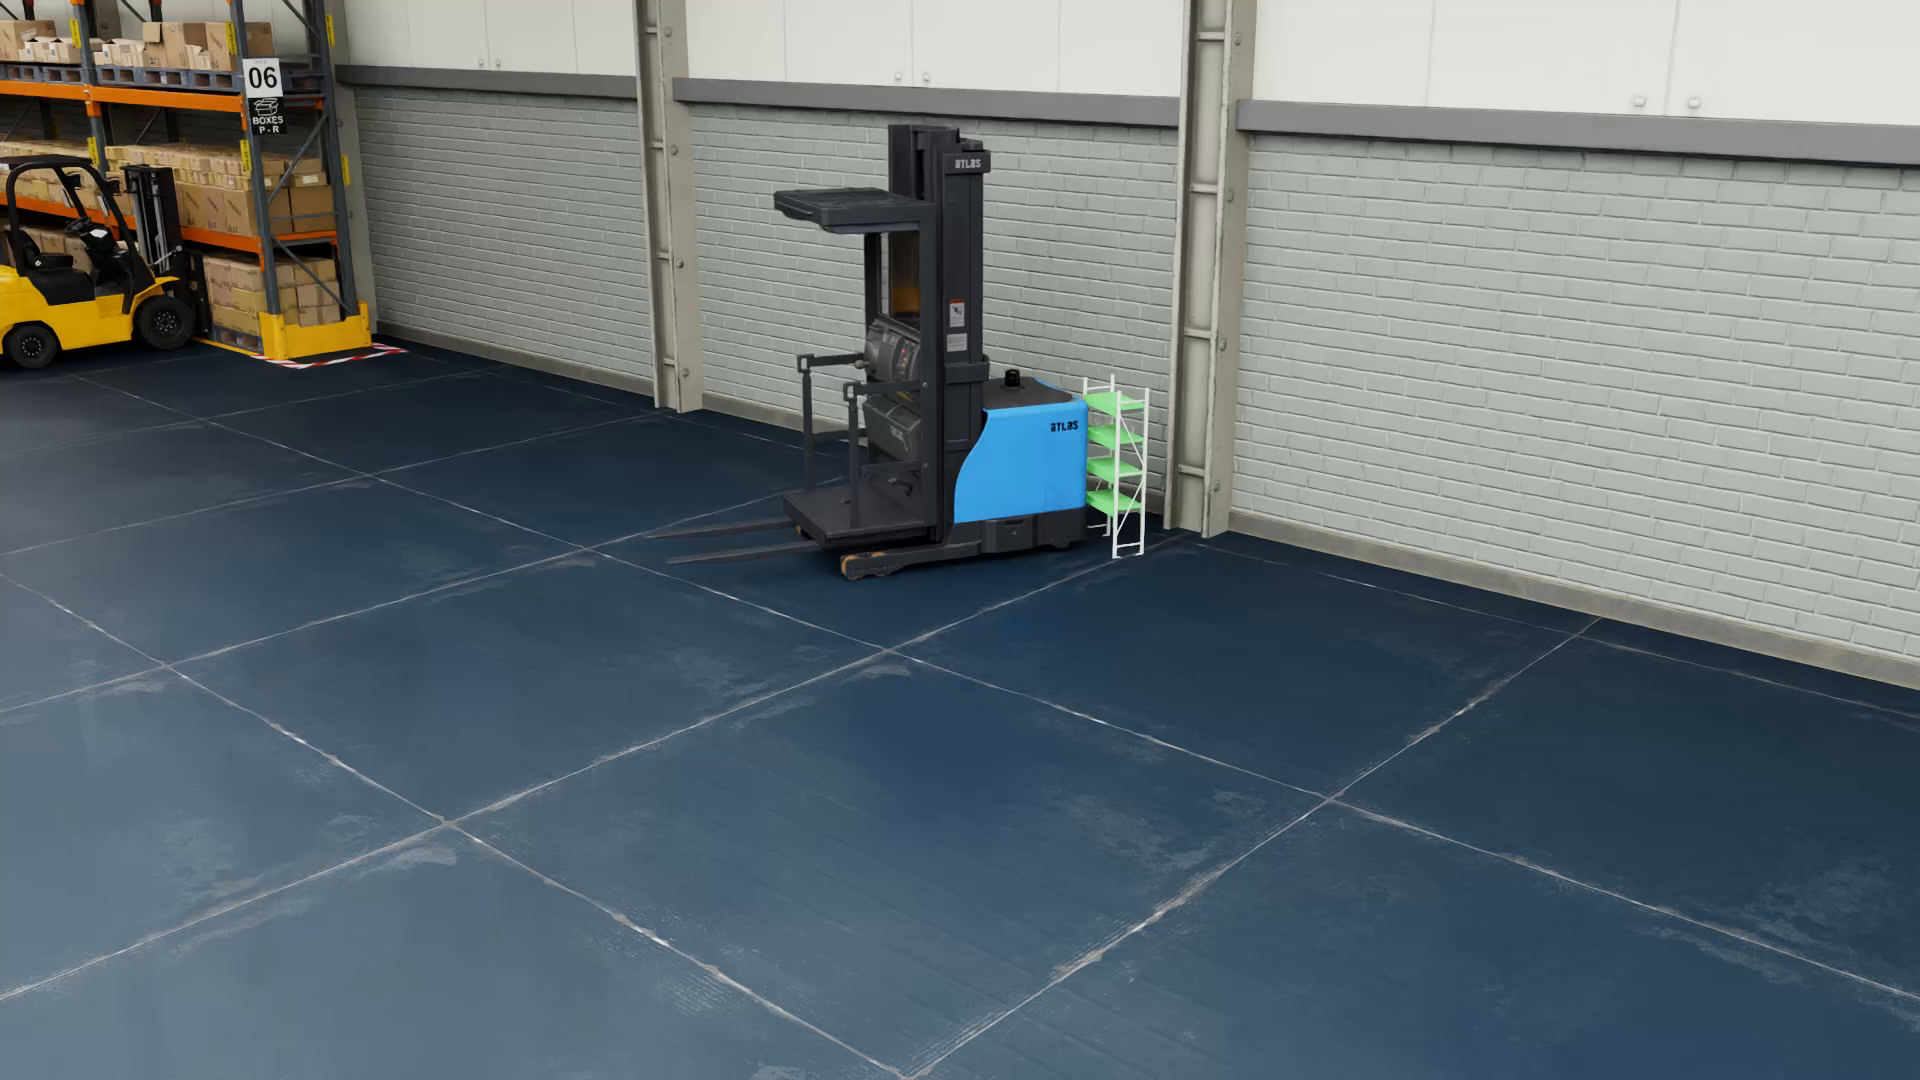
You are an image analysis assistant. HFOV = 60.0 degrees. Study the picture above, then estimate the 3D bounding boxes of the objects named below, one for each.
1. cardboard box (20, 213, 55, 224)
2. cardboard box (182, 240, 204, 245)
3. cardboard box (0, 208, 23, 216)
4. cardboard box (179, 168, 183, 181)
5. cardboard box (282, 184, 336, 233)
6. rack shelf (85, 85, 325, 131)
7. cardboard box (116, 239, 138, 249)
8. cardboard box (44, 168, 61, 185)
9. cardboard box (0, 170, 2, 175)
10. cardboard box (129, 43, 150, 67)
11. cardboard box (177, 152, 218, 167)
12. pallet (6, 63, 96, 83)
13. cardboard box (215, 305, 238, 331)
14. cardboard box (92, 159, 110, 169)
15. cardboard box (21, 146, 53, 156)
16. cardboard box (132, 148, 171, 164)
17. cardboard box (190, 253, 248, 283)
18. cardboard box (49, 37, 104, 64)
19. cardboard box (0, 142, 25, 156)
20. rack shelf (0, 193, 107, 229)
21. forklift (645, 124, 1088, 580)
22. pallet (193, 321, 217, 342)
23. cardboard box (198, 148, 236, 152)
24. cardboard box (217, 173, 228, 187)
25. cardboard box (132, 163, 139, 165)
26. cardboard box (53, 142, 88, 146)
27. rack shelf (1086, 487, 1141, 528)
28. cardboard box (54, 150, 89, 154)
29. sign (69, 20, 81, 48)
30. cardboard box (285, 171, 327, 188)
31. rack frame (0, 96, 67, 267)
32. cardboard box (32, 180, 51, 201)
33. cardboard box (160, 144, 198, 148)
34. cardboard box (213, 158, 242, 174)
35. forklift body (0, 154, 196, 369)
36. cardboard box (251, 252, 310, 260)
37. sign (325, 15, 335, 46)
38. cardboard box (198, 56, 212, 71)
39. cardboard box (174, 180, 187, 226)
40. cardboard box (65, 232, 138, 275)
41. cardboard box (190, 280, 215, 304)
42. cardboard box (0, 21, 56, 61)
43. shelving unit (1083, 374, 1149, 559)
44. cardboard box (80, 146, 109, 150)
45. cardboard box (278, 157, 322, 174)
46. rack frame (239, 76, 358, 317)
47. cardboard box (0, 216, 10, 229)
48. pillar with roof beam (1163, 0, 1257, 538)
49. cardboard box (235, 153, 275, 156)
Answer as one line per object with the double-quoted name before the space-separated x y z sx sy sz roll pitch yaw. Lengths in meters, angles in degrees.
"cardboard box" -13.458 -4.681 24.268 0.250 0.149 0.380 17 24 42
"cardboard box" -9.397 -3.597 20.687 0.500 0.250 0.500 15 23 38
"cardboard box" -14.247 -4.889 24.924 0.250 0.149 0.380 14 23 38
"cardboard box" -8.839 -4.267 19.361 0.250 0.149 0.380 15 23 39
"cardboard box" -7.477 -3.791 18.935 0.500 0.500 0.500 16 24 41
"rack shelf" -8.787 -5.070 19.359 4.000 0.370 1.077 15 23 39
"cardboard box" -10.129 -3.583 20.640 0.500 0.250 0.500 15 23 38
"cardboard box" -11.588 -4.798 21.692 0.500 0.250 0.500 16 23 40
"cardboard box" -13.121 -5.205 22.974 0.500 0.250 0.500 15 23 39
"cardboard box" -9.374 -5.631 19.301 0.258 0.266 0.396 14 23 38
"cardboard box" -8.850 -4.411 19.323 0.250 0.149 0.380 15 23 40
"pallet" -11.869 -6.188 22.003 1.213 0.211 1.003 16 24 42
"cardboard box" -8.218 -2.596 19.184 0.500 0.250 0.500 15 23 39
"cardboard box" -10.685 -4.760 20.913 0.250 0.149 0.380 16 24 41
"cardboard box" -12.259 -5.157 22.166 0.250 0.149 0.380 16 23 40
"cardboard box" -9.664 -4.596 19.905 0.250 0.149 0.380 16 23 40
"cardboard box" -8.612 -3.170 19.339 0.500 0.250 0.500 15 23 40
"cardboard box" -10.986 -6.110 20.734 0.500 0.311 0.500 14 22 38
"cardboard box" -13.031 -5.361 22.807 0.250 0.149 0.380 16 23 40
"rack shelf" -11.778 -4.443 22.343 4.000 0.370 1.077 15 23 39
"forklift" -0.653 -1.305 11.377 3.031 2.935 1.130 -7 19 -22
"pallet" -8.799 -2.642 20.086 1.213 0.211 1.003 15 23 39
"cardboard box" -8.907 -4.623 19.991 0.250 0.149 0.380 15 23 39
"cardboard box" -8.100 -4.055 18.693 0.250 0.149 0.380 16 23 40
"cardboard box" -9.675 -4.454 19.950 0.250 0.149 0.380 16 23 40
"cardboard box" -12.244 -5.399 22.926 0.250 0.149 0.380 14 23 38
"rack shelf" 1.088 -0.236 11.875 0.258 0.148 0.480 -8 19 -23
"cardboard box" -11.478 -4.958 21.539 0.250 0.149 0.380 14 23 38
"sign" -10.635 -6.086 19.996 0.005 0.325 0.100 15 23 39
"cardboard box" -7.372 -4.065 18.725 0.250 0.149 0.380 14 23 38
"rack frame" -13.274 -5.188 23.500 0.127 3.000 1.000 15 23 39
"cardboard box" -11.955 -4.663 22.095 0.500 0.250 0.500 16 24 41
"cardboard box" -9.683 -4.828 20.636 0.250 0.149 0.380 14 23 38
"cardboard box" -8.117 -4.193 18.637 0.250 0.149 0.380 16 23 40
"forklift body" -9.920 -3.145 18.466 1.214 2.155 2.313 15 23 39
"cardboard box" -7.901 -3.187 19.392 0.500 0.250 0.500 15 23 39
"sign" -6.918 -5.590 18.232 0.005 0.325 0.100 15 23 39
"cardboard box" -8.112 -5.237 18.252 0.250 0.149 0.380 14 22 38
"cardboard box" -8.982 -3.976 19.516 0.500 0.500 0.500 15 23 40
"cardboard box" -11.256 -3.713 22.083 0.625 0.625 0.875 15 23 39
"cardboard box" -8.630 -2.938 19.437 0.500 0.250 0.500 14 23 38
"cardboard box" -12.133 -6.508 21.676 0.500 0.500 0.500 16 23 41
"shelving unit" 1.088 -0.525 11.783 0.258 1.200 0.503 -8 19 -23
"cardboard box" -11.512 -5.177 22.229 0.250 0.149 0.380 15 23 40
"cardboard box" -7.400 -4.196 18.645 0.250 0.149 0.380 14 23 38
"rack frame" -7.291 -3.582 18.438 0.127 3.000 1.000 15 23 39
"cardboard box" -13.812 -4.548 23.848 0.250 0.149 0.380 14 22 37
"pillar with roof beam" -1.096 -3.401 7.953 0.400 9.000 9.100 15 23 39
"cardboard box" -8.169 -4.406 19.307 0.250 0.149 0.380 16 24 41
